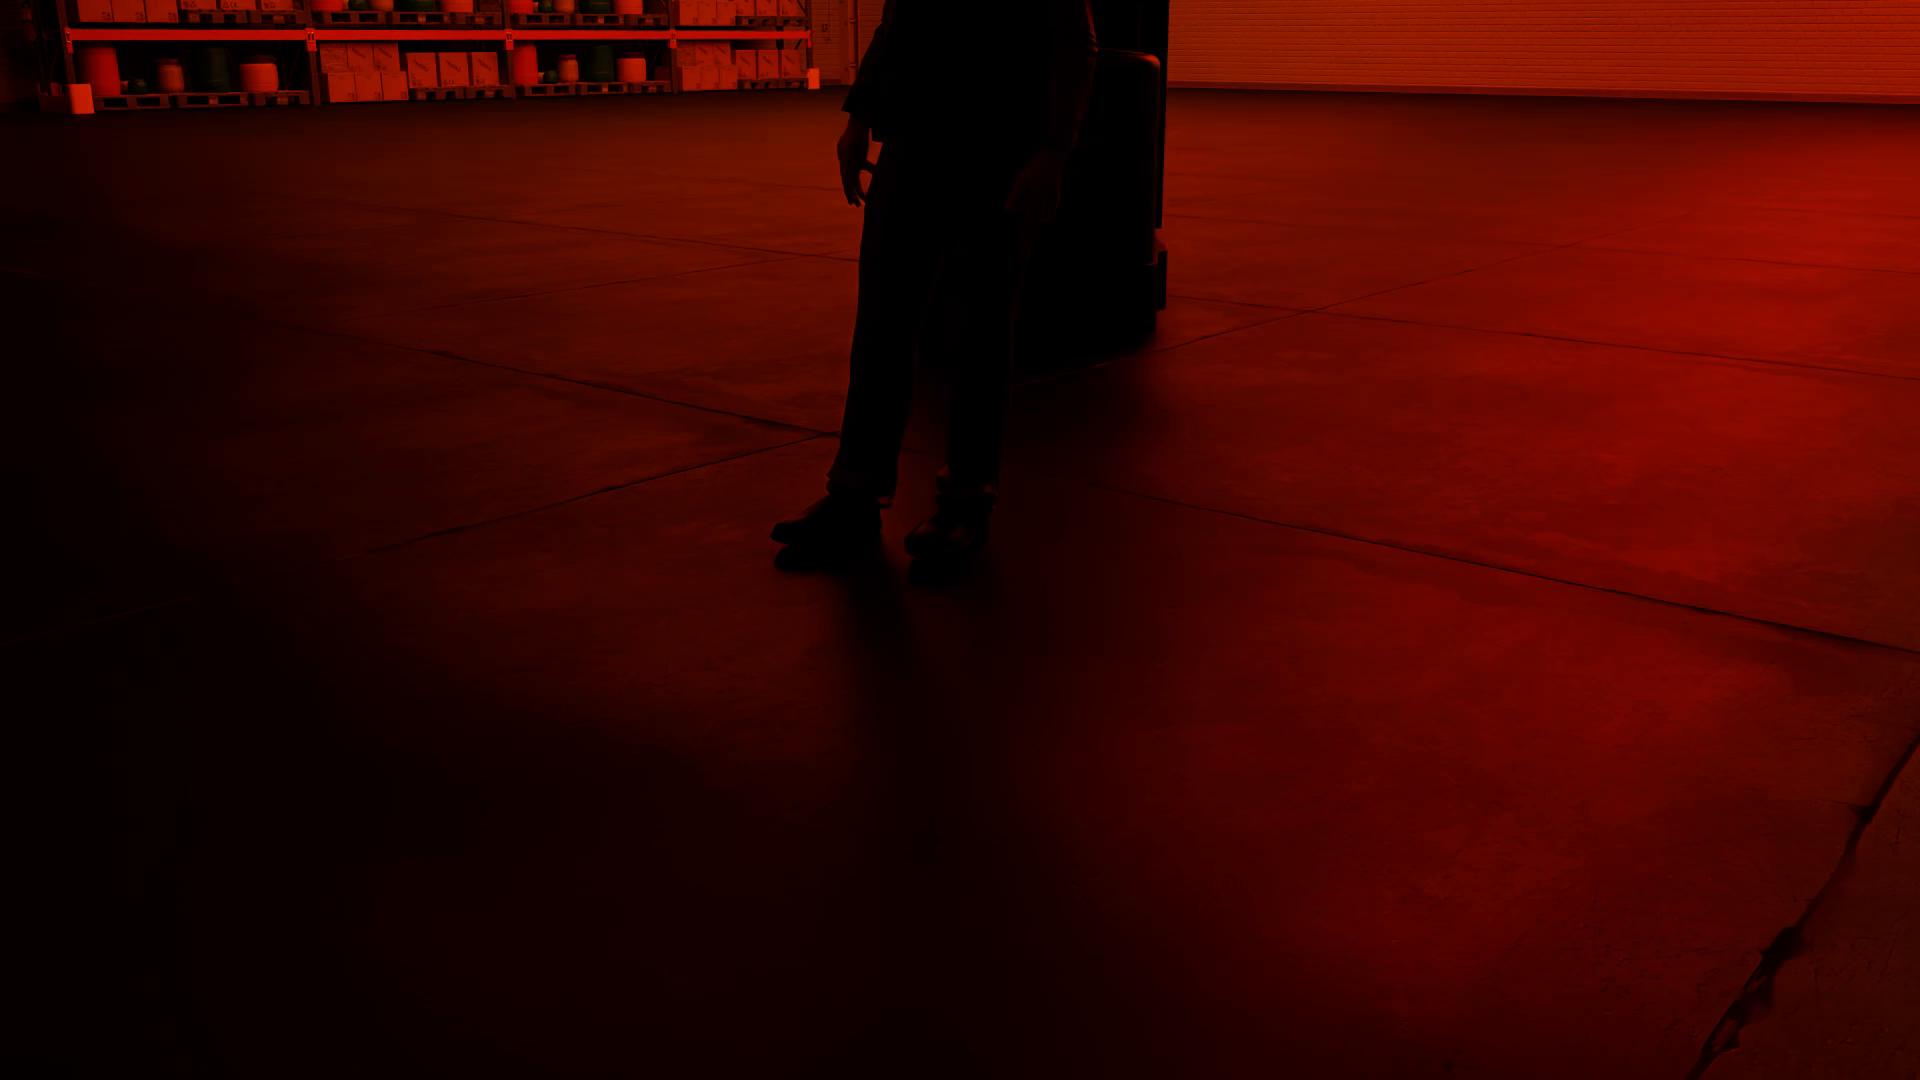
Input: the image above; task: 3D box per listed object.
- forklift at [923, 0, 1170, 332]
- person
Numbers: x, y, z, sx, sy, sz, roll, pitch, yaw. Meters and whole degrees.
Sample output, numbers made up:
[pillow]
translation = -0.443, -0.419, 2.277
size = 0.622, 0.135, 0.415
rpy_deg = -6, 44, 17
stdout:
[forklift]
translation = 0.397, -2.592, 7.435
size = 1.130, 2.935, 3.031
rpy_deg = 2, 17, 6
[person]
translation = -0.046, -0.818, 3.649
size = 0.632, 1.720, 0.568
rpy_deg = 13, 21, 37
